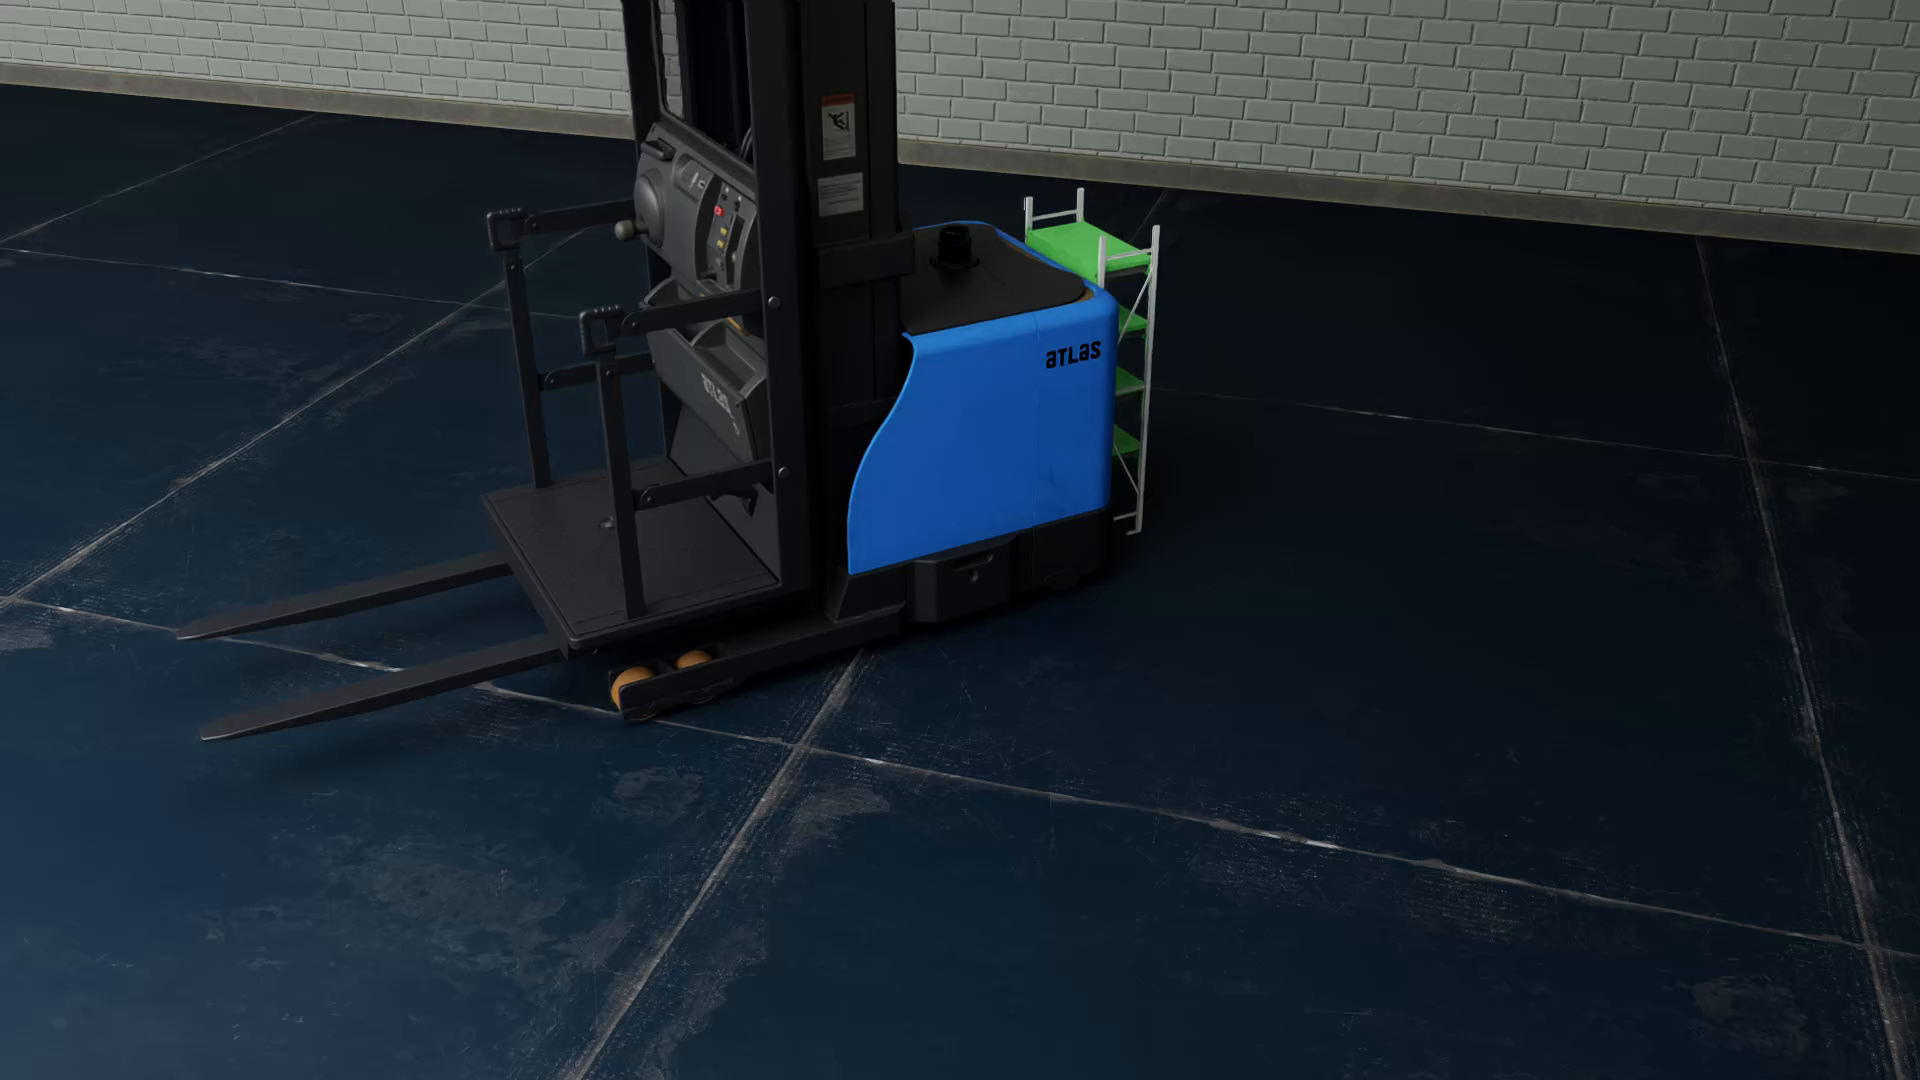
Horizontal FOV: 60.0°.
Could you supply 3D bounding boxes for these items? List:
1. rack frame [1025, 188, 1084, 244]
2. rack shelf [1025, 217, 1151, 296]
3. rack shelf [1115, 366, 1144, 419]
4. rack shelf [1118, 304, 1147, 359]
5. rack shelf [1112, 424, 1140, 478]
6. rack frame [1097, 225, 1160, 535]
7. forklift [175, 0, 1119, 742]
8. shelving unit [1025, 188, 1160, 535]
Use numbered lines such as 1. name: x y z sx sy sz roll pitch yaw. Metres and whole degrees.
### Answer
1. rack frame: 0.347 -0.740 6.345 0.240 1.200 0.015 -15 32 -25
2. rack shelf: 0.463 -0.999 5.956 0.258 0.148 0.480 -15 32 -25
3. rack shelf: 0.463 -0.580 6.189 0.258 0.148 0.480 -15 32 -25
4. rack shelf: 0.463 -0.789 6.072 0.258 0.148 0.480 -15 32 -25
5. rack shelf: 0.463 -0.370 6.306 0.258 0.148 0.480 -15 32 -25
6. rack frame: 0.580 -0.531 5.971 0.240 1.200 0.015 -15 32 -25
7. forklift: -0.999 -1.006 5.044 3.031 2.935 1.130 -15 32 -25
8. shelving unit: 0.463 -0.635 6.158 0.258 1.200 0.503 -15 32 -25
